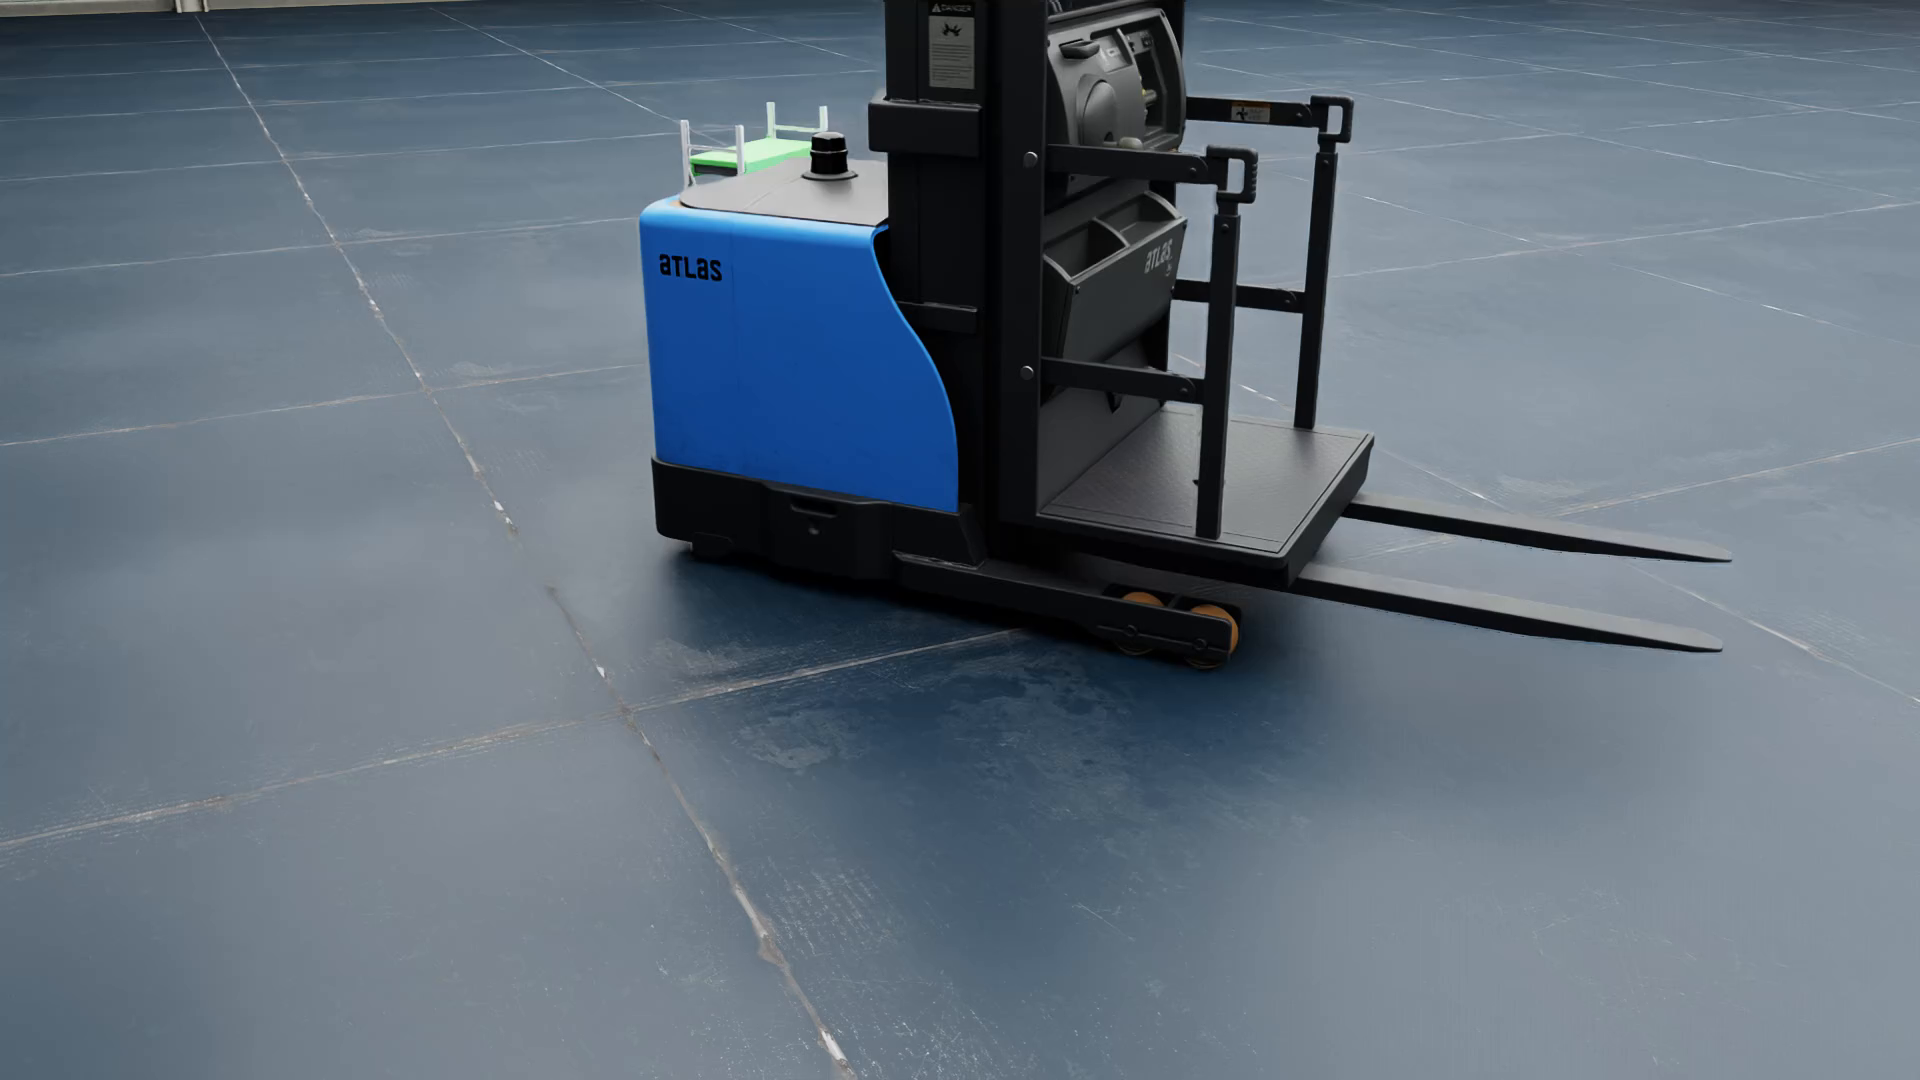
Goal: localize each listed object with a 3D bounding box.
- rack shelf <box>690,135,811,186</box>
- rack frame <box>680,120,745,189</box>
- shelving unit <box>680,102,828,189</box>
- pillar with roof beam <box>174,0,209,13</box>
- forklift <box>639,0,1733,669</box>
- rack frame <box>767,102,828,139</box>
[{"bbox_3d":[-0.683,-1.254,5.622,0.258,0.148,0.480,12,25,26],"label":"rack shelf"},{"bbox_3d":[-0.800,-0.787,5.584,0.240,1.200,0.015,12,25,26],"label":"rack frame"},{"bbox_3d":[-0.683,-0.869,5.781,0.258,1.200,0.503,12,25,26],"label":"shelving unit"},{"bbox_3d":[-8.596,-9.886,17.366,0.400,9.000,9.100,-10,25,-24],"label":"pillar with roof beam"},{"bbox_3d":[0.616,-1.244,4.422,3.031,2.935,1.130,10,25,23],"label":"forklift"},{"bbox_3d":[-0.565,-0.951,5.979,0.240,1.200,0.015,12,25,26],"label":"rack frame"}]
